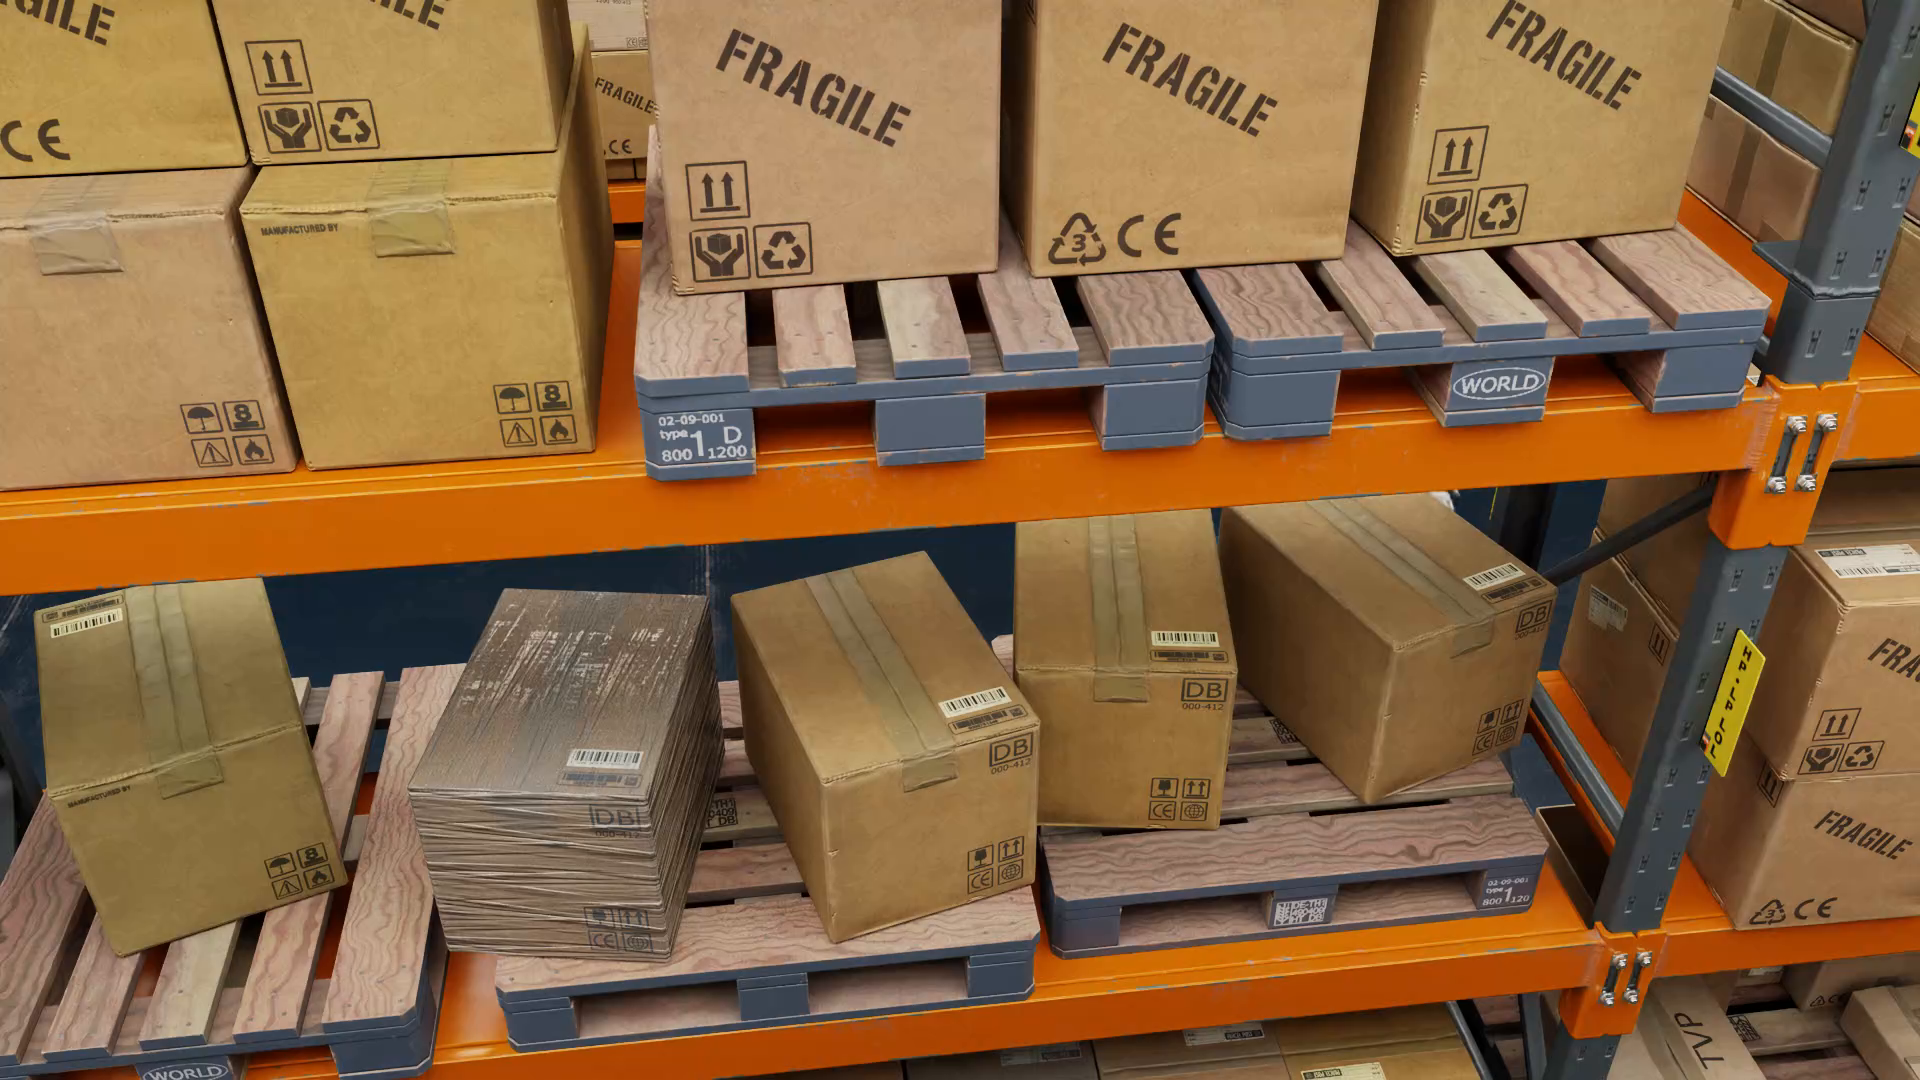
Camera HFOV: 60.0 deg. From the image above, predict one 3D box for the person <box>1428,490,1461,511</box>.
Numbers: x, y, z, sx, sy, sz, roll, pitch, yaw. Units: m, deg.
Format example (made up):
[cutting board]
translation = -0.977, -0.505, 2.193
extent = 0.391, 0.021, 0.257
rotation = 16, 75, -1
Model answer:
[person]
translation = 1.736, -0.289, 6.555
extent = 0.528, 1.841, 0.538
rotation = 6, 35, 9
